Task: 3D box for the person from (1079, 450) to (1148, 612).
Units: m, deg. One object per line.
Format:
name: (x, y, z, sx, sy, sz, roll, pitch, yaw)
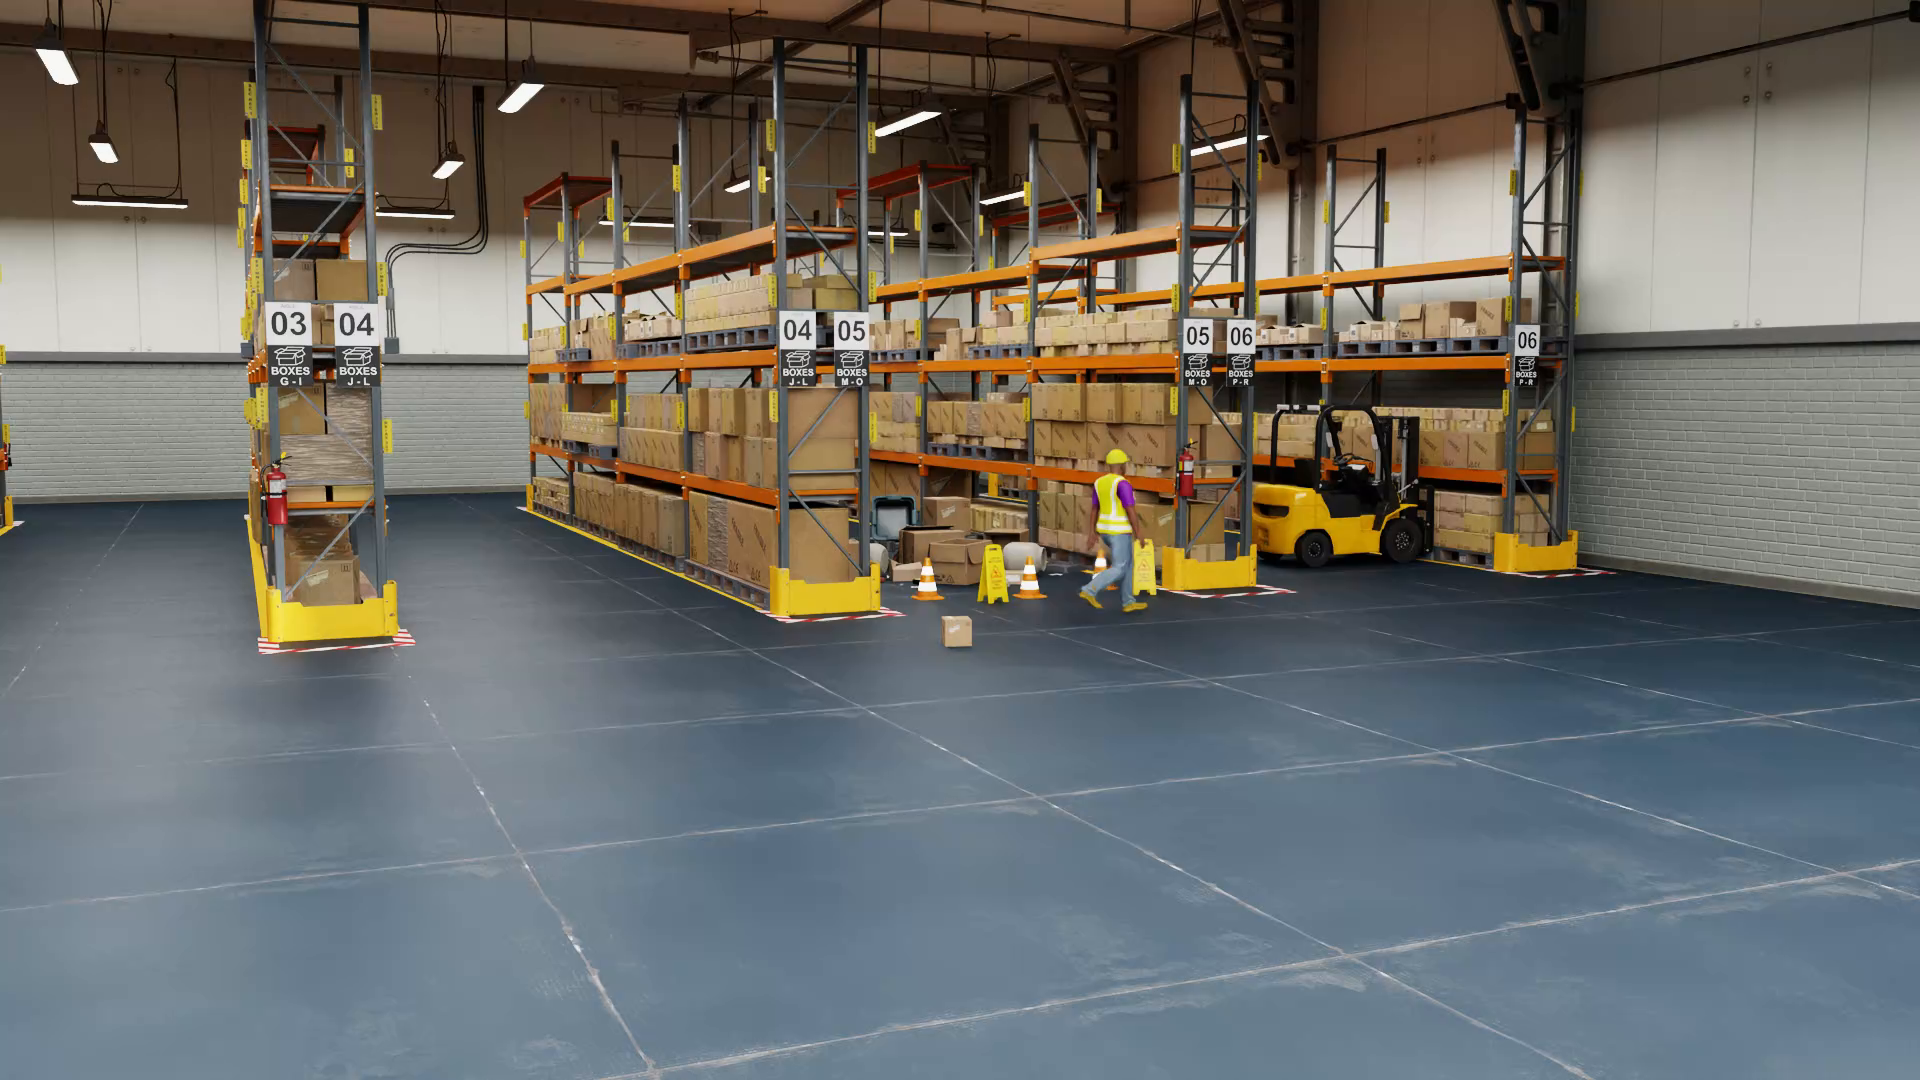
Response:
person: (1.612, -0.083, 17.497, 0.938, 1.730, 0.579, -3, 6, -27)
